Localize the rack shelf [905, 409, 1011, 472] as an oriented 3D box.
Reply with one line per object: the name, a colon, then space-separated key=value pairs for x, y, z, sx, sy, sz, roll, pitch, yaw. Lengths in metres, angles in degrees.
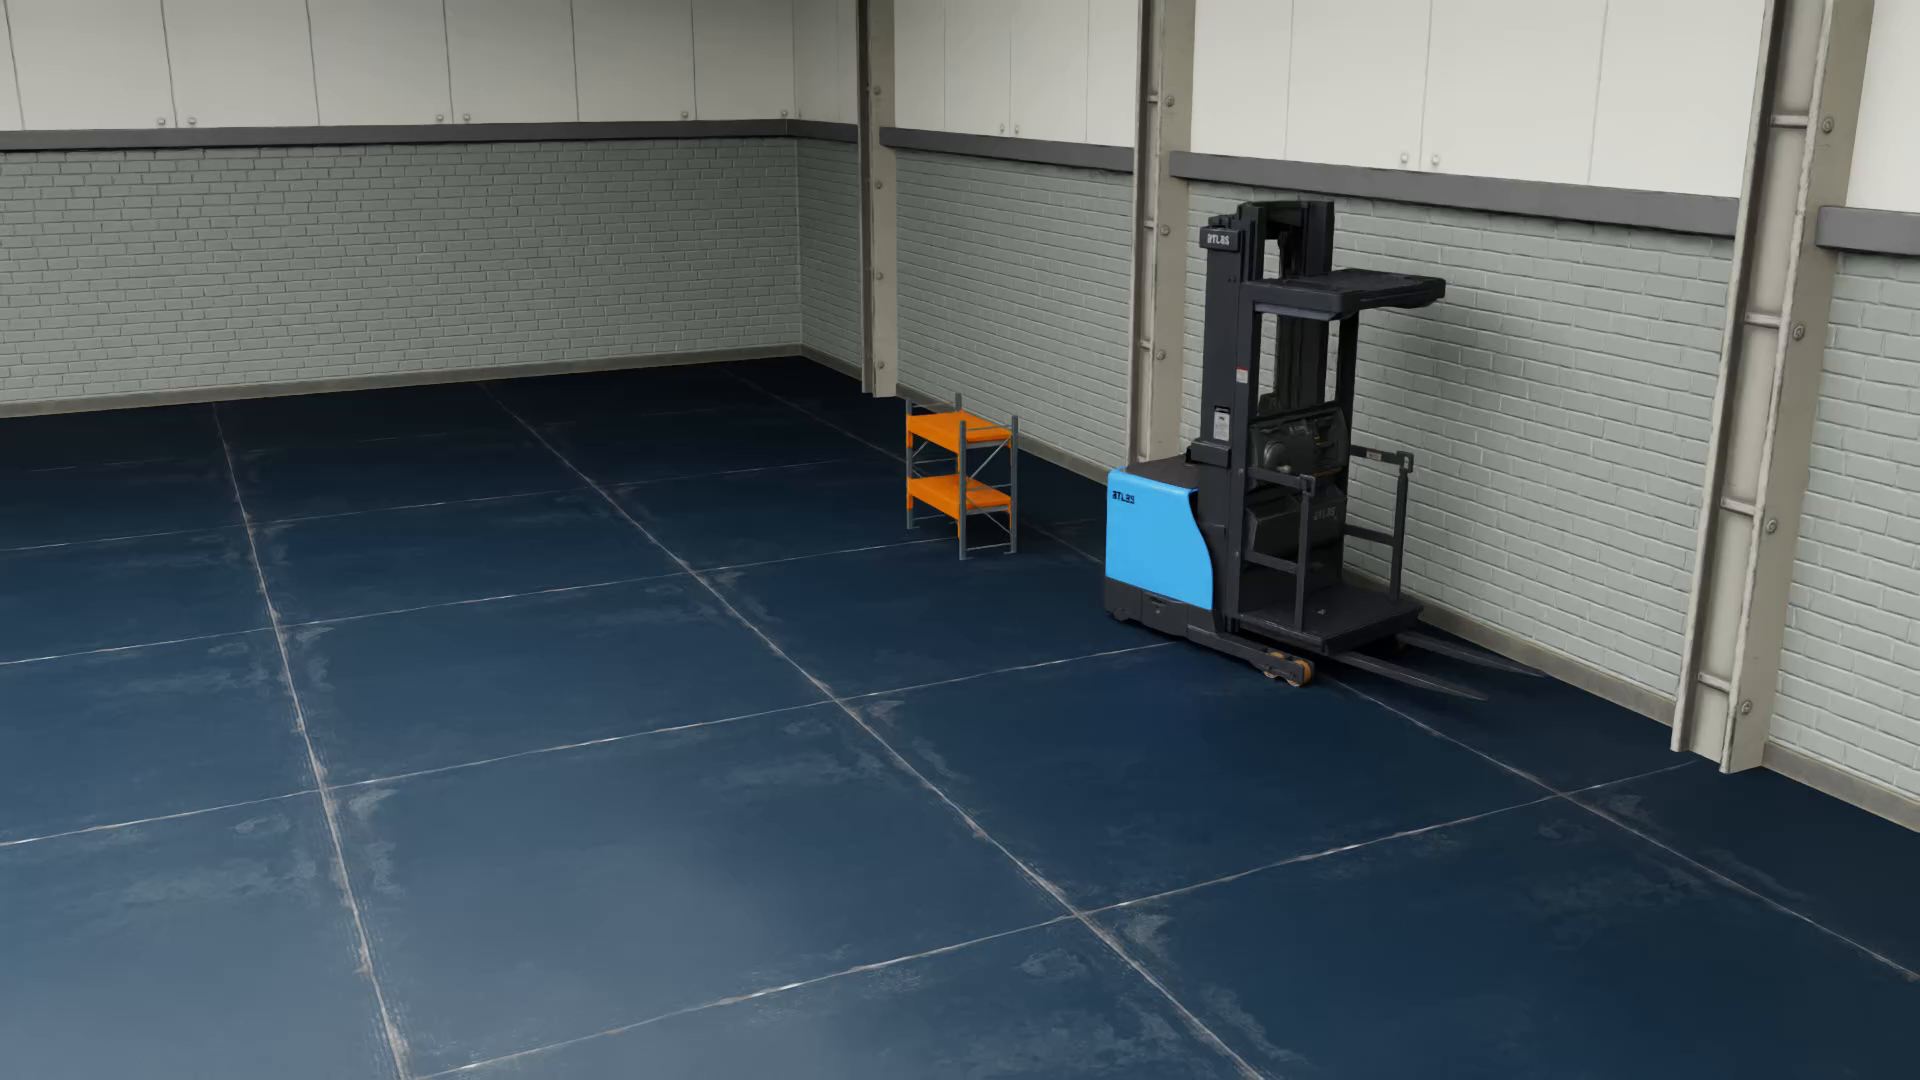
rack shelf: x=0.003 y=-0.820 z=13.509 sx=0.538 sy=0.278 sz=1.000 roll=-8 pitch=18 yaw=-25

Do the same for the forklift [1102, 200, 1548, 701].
forklift: x=2.343 y=-0.639 z=10.663 sx=1.130 sy=2.935 sz=3.031 roll=-13 pitch=21 yaw=-38

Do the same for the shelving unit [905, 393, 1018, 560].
shelving unit: x=0.003 y=-0.539 z=13.590 sx=0.538 sy=1.125 sz=1.048 roll=-8 pitch=18 yaw=-25

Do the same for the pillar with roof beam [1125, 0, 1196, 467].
pillar with roof beam: x=-2.193 y=-4.061 z=11.589 sx=9.100 sy=9.000 sz=0.400 roll=-8 pitch=18 yaw=-25

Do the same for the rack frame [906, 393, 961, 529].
rack frame: x=-0.220 y=-0.665 z=14.029 sx=0.500 sy=1.125 sz=0.032 roll=-8 pitch=18 yaw=-25

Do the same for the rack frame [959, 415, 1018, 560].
rack frame: x=0.226 y=-0.413 z=13.150 sx=0.500 sy=1.125 sz=0.032 roll=-8 pitch=18 yaw=-25

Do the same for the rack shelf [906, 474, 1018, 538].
rack shelf: x=0.003 y=-0.304 z=13.657 sx=0.538 sy=0.278 sz=1.000 roll=-8 pitch=18 yaw=-25

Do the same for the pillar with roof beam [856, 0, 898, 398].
pillar with roof beam: x=-4.821 y=-5.549 z=16.774 sx=9.100 sy=9.000 sz=0.400 roll=-8 pitch=18 yaw=-25

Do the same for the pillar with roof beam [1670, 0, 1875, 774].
pillar with roof beam: x=0.436 y=-2.574 z=6.405 sx=9.100 sy=9.000 sz=0.400 roll=-8 pitch=18 yaw=-25
